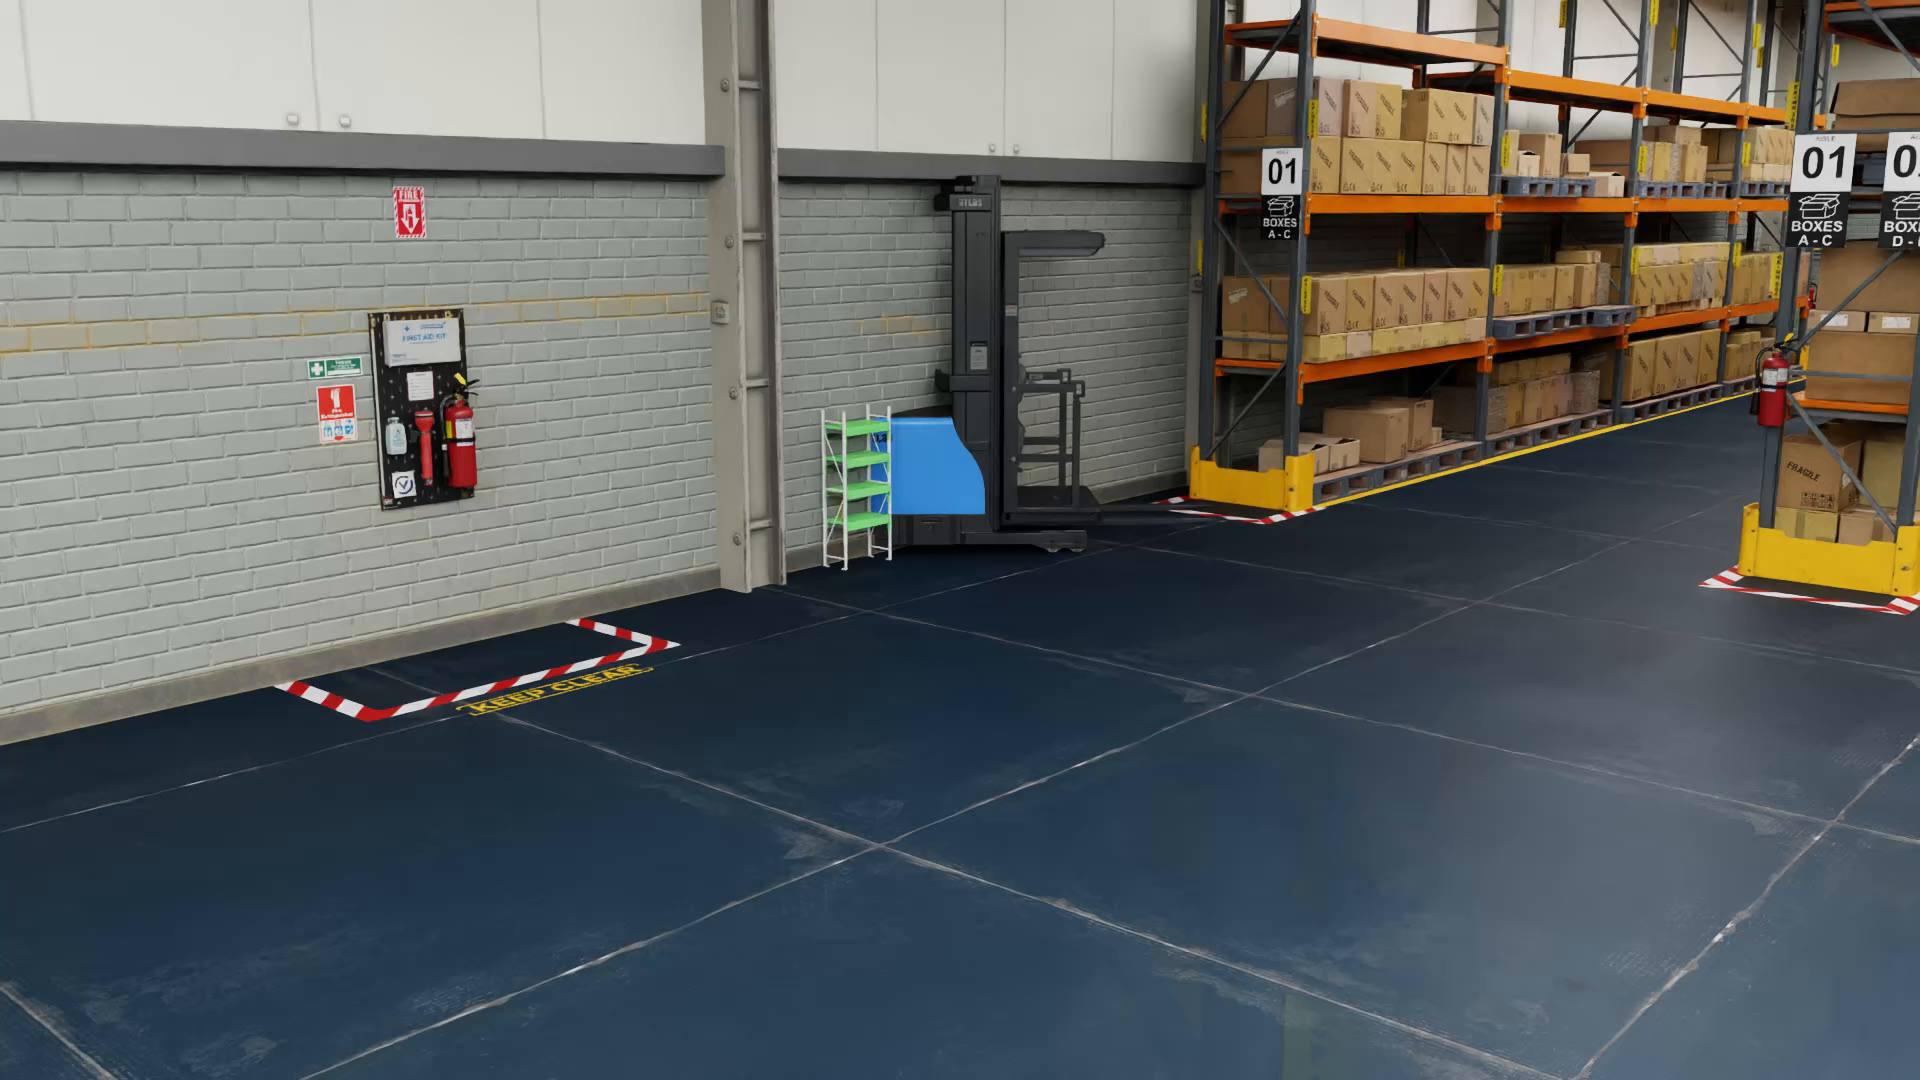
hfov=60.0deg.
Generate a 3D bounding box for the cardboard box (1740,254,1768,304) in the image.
[{"bbox_3d":[11.421,-3.907,24.847,0.980,0.700,0.700,9,15,39],"label":"cardboard box"}]

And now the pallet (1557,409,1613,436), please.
[{"bbox_3d":[7.407,-1.505,20.705,1.003,0.211,1.213,10,15,40],"label":"pallet"}]

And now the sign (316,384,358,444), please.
[{"bbox_3d":[-3.607,-0.733,9.630,0.001,0.329,0.234,10,15,40],"label":"sign"}]

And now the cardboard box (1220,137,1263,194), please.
[{"bbox_3d":[2.729,-3.434,15.279,0.500,0.500,0.500,-11,16,-43],"label":"cardboard box"}]

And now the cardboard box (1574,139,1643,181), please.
[{"bbox_3d":[8.195,-4.800,21.048,0.700,0.500,0.500,8,14,36],"label":"cardboard box"}]

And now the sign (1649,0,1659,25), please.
[{"bbox_3d":[8.338,-6.357,19.976,0.100,0.325,0.005,10,15,40],"label":"sign"}]

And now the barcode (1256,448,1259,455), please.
[{"bbox_3d":[2.879,-0.856,16.057,0.001,0.075,0.075,10,15,40],"label":"barcode"}]

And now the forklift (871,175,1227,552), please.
[{"bbox_3d":[0.628,-1.443,13.452,3.031,2.935,1.130,-1,11,-3],"label":"forklift"}]

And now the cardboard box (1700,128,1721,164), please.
[{"bbox_3d":[10.851,-5.728,24.215,0.500,0.500,0.500,10,15,40],"label":"cardboard box"}]

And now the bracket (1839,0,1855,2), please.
[{"bbox_3d":[16.053,-9.657,29.895,0.076,0.066,3.189,10,15,40],"label":"bracket"}]

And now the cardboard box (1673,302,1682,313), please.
[{"bbox_3d":[9.499,-3.157,22.448,0.380,0.149,0.250,10,15,42],"label":"cardboard box"}]

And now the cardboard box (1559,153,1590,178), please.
[{"bbox_3d":[6.999,-4.339,19.806,0.637,0.503,0.797,-10,15,-40],"label":"cardboard box"}]

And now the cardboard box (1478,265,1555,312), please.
[{"bbox_3d":[6.431,-2.916,19.272,0.500,0.500,0.700,-10,15,-40],"label":"cardboard box"}]

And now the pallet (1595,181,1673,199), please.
[{"bbox_3d":[8.310,-4.467,21.240,1.213,0.211,1.003,11,16,43],"label":"pallet"}]

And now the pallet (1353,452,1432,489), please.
[{"bbox_3d":[4.062,-0.747,16.913,1.003,0.211,1.213,10,15,40],"label":"pallet"}]

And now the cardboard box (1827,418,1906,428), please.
[{"bbox_3d":[7.478,-0.735,13.766,0.500,0.500,0.500,10,15,40],"label":"cardboard box"}]

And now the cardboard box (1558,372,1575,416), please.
[{"bbox_3d":[7.061,-1.803,20.340,0.700,0.500,0.500,10,15,40],"label":"cardboard box"}]

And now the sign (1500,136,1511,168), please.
[{"bbox_3d":[5.697,-4.054,17.370,0.100,0.325,0.005,10,15,40],"label":"sign"}]

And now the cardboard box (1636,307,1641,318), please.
[{"bbox_3d":[8.489,-2.928,21.302,0.380,0.149,0.250,10,15,41],"label":"cardboard box"}]

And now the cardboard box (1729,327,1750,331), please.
[{"bbox_3d":[12.084,-3.241,25.935,0.380,0.149,0.250,10,15,41],"label":"cardboard box"}]

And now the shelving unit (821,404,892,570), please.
[{"bbox_3d":[-0.787,-0.411,12.706,0.258,1.200,0.503,10,15,40],"label":"shelving unit"}]

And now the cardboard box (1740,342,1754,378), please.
[{"bbox_3d":[11.470,-2.726,25.009,0.700,0.500,0.500,10,15,40],"label":"cardboard box"}]

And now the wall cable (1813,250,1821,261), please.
[{"bbox_3d":[17.207,-6.369,30.551,3.097,2.526,0.112,10,15,40],"label":"wall cable"}]

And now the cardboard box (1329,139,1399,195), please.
[{"bbox_3d":[3.773,-3.508,15.650,0.500,0.500,0.500,11,16,43],"label":"cardboard box"}]

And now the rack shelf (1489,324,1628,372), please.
[{"bbox_3d":[6.604,-2.340,19.604,1.077,0.370,4.000,10,15,40],"label":"rack shelf"}]

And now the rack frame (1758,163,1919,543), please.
[{"bbox_3d":[6.367,-1.170,11.910,1.000,3.000,0.127,10,15,40],"label":"rack frame"}]

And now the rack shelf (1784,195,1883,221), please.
[{"bbox_3d":[7.687,-2.582,13.160,1.077,0.370,4.000,10,15,40],"label":"rack shelf"}]

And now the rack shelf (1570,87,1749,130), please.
[{"bbox_3d":[9.245,-5.674,22.002,1.077,0.370,4.000,10,15,40],"label":"rack shelf"}]

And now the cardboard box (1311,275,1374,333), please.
[{"bbox_3d":[3.518,-2.217,15.568,0.500,0.500,0.500,10,15,41],"label":"cardboard box"}]

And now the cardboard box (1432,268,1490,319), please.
[{"bbox_3d":[5.204,-2.593,17.451,0.500,0.500,0.500,10,15,40],"label":"cardboard box"}]

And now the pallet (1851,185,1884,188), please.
[{"bbox_3d":[7.658,-2.878,13.031,1.003,0.211,1.213,10,15,40],"label":"pallet"}]

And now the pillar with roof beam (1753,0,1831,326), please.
[{"bbox_3d":[17.572,-7.058,26.074,9.100,9.000,0.548,10,15,40],"label":"pillar with roof beam"}]

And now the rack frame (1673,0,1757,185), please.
[{"bbox_3d":[10.565,-6.517,23.365,1.000,3.000,0.127,10,15,40],"label":"rack frame"}]

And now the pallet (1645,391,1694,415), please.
[{"bbox_3d":[9.307,-1.904,22.706,1.003,0.211,1.213,10,15,40],"label":"pallet"}]

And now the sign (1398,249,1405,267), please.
[{"bbox_3d":[4.865,-3.037,18.303,0.100,0.325,0.005,10,15,40],"label":"sign"}]

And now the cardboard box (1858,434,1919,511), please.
[{"bbox_3d":[7.217,-0.519,12.685,0.500,0.500,0.500,10,15,40],"label":"cardboard box"}]

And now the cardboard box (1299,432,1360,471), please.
[{"bbox_3d":[3.544,-0.881,16.205,0.500,0.311,0.500,-11,15,-43],"label":"cardboard box"}]

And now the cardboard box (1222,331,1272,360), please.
[{"bbox_3d":[2.806,-1.840,15.596,0.500,0.250,0.500,10,15,41],"label":"cardboard box"}]

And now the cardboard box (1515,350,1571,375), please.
[{"bbox_3d":[7.065,-2.156,20.191,0.500,0.250,0.500,10,15,41],"label":"cardboard box"}]

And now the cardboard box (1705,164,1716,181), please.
[{"bbox_3d":[10.840,-5.359,24.279,0.500,0.250,0.500,10,15,41],"label":"cardboard box"}]

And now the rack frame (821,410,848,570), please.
[{"bbox_3d":[-0.946,-0.375,12.525,0.240,1.200,0.015,10,15,40],"label":"rack frame"}]

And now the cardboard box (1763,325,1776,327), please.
[{"bbox_3d":[12.870,-3.304,26.247,0.380,0.149,0.250,10,15,40],"label":"cardboard box"}]

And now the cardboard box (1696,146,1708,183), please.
[{"bbox_3d":[9.901,-5.196,23.029,0.700,0.500,0.500,9,14,37],"label":"cardboard box"}]

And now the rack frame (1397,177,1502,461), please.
[{"bbox_3d":[5.284,-2.398,18.060,1.000,3.000,0.127,10,15,40],"label":"rack frame"}]

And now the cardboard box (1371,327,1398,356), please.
[{"bbox_3d":[3.877,-1.929,16.043,0.500,0.250,0.500,9,15,39],"label":"cardboard box"}]

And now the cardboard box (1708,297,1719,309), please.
[{"bbox_3d":[10.406,-3.335,23.342,0.380,0.149,0.250,10,15,41],"label":"cardboard box"}]

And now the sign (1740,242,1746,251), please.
[{"bbox_3d":[12.792,-4.700,27.171,0.100,0.325,0.005,10,15,40],"label":"sign"}]

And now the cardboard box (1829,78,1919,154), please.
[{"bbox_3d":[6.750,-3.050,11.972,0.637,0.503,0.797,-11,16,-44],"label":"cardboard box"}]

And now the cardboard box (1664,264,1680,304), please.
[{"bbox_3d":[9.118,-3.379,21.902,0.500,0.500,0.500,10,15,40],"label":"cardboard box"}]

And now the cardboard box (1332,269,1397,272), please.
[{"bbox_3d":[4.139,-2.512,17.046,0.500,0.500,0.500,10,15,42],"label":"cardboard box"}]

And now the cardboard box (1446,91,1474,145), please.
[{"bbox_3d":[4.801,-4.227,16.699,0.500,0.500,0.500,11,16,43],"label":"cardboard box"}]

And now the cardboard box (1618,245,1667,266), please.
[{"bbox_3d":[8.772,-3.672,21.456,0.500,0.250,0.500,9,15,40],"label":"cardboard box"}]
